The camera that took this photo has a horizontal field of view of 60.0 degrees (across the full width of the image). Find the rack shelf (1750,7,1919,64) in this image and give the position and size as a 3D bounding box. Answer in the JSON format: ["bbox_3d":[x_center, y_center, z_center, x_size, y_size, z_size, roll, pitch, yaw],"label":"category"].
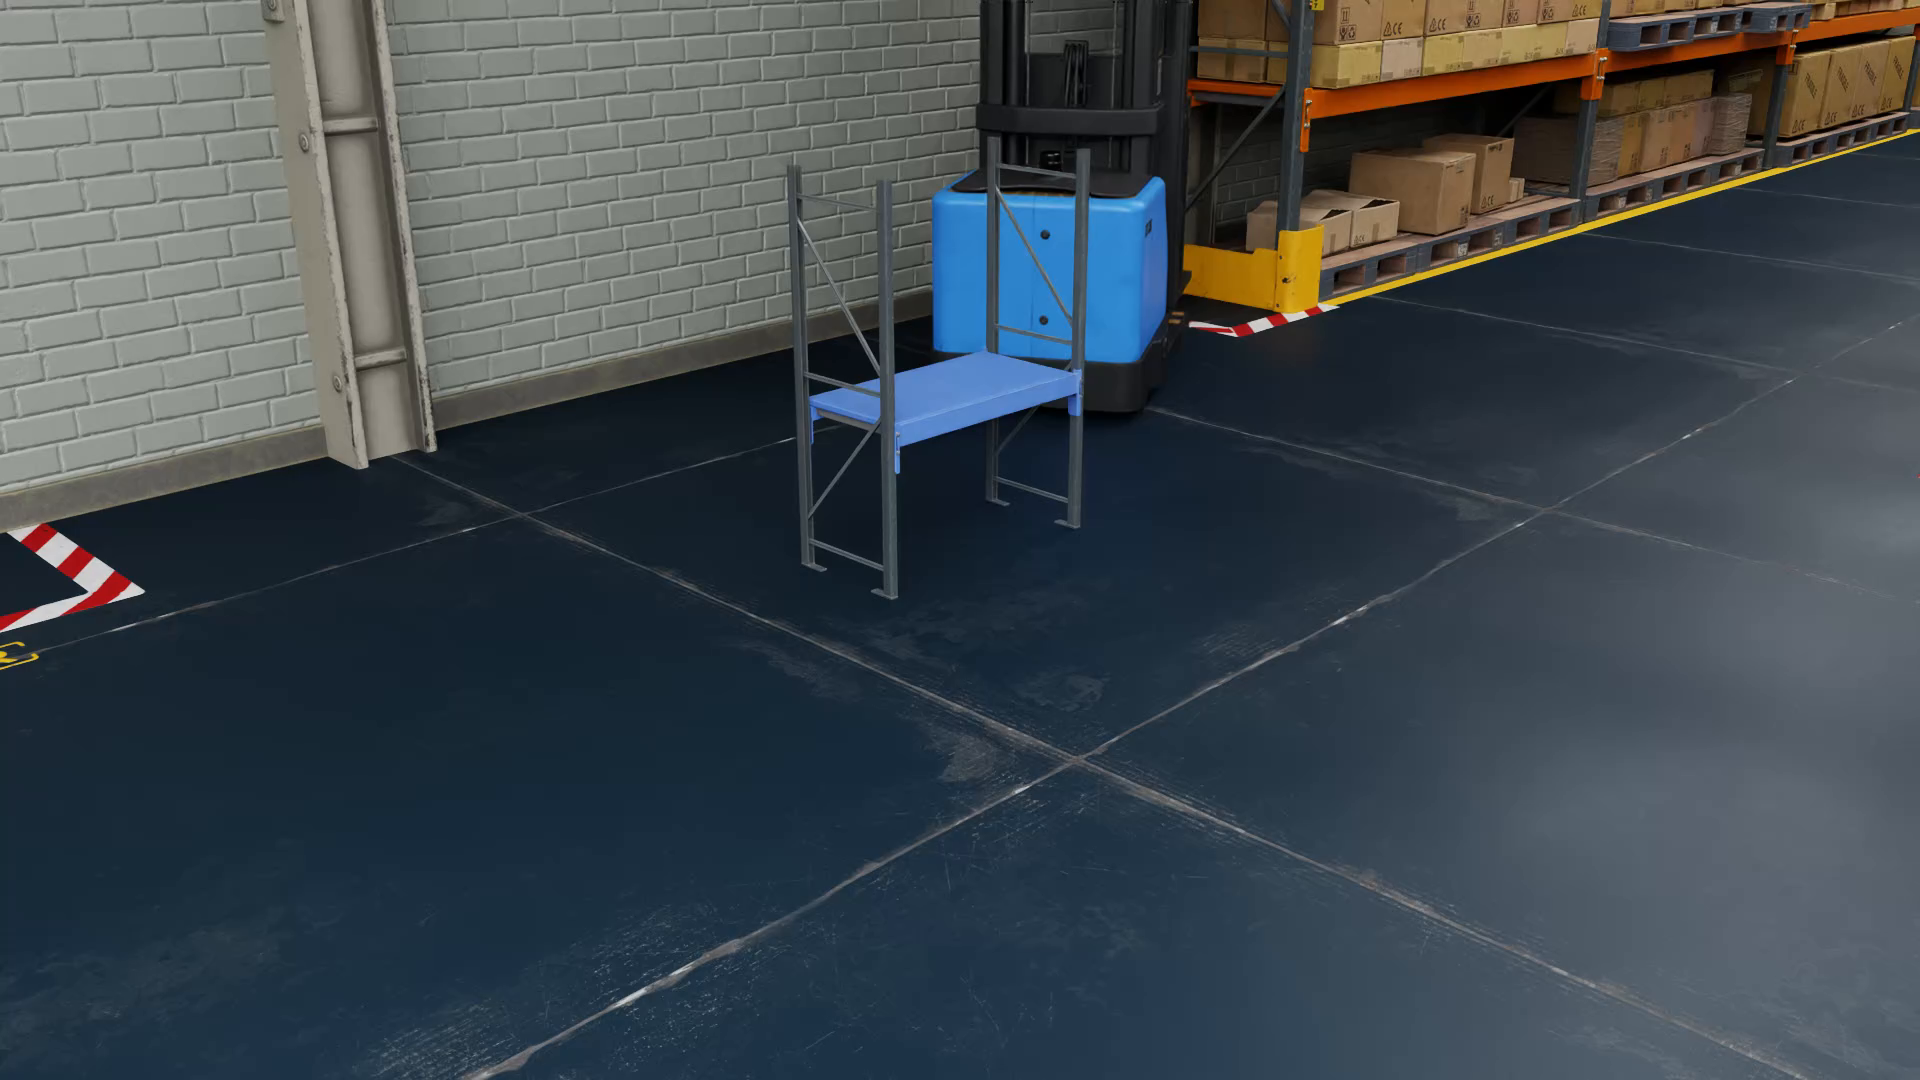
[{"bbox_3d":[8.644,-5.183,16.881,1.077,0.370,4.000,19,28,41],"label":"rack shelf"}]

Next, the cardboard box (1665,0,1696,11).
[{"bbox_3d":[5.670,-4.670,13.790,0.500,0.500,0.700,-16,26,-35],"label":"cardboard box"}]

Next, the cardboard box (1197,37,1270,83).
[{"bbox_3d":[1.855,-3.056,10.526,0.500,0.250,0.500,-20,28,-41],"label":"cardboard box"}]

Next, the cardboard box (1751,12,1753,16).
[{"bbox_3d":[7.464,-5.110,16.012,0.380,0.149,0.250,20,28,41],"label":"cardboard box"}]

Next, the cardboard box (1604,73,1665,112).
[{"bbox_3d":[5.625,-3.807,14.124,0.500,0.250,0.500,18,28,39],"label":"cardboard box"}]

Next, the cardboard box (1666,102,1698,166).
[{"bbox_3d":[6.015,-3.607,14.648,0.700,0.500,0.500,19,28,40],"label":"cardboard box"}]

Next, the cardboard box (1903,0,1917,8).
[{"bbox_3d":[9.847,-5.696,17.536,0.250,0.149,0.380,-20,28,-41],"label":"cardboard box"}]

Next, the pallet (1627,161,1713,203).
[{"bbox_3d":[5.852,-3.190,14.581,1.003,0.211,1.213,19,28,41],"label":"pallet"}]

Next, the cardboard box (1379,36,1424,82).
[{"bbox_3d":[2.588,-3.070,10.563,0.500,0.250,0.500,18,28,39],"label":"cardboard box"}]

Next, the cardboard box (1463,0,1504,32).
[{"bbox_3d":[3.285,-3.676,11.095,0.500,0.500,0.500,-19,28,-40],"label":"cardboard box"}]

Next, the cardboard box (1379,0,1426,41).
[{"bbox_3d":[2.569,-3.409,10.400,0.500,0.500,0.500,19,28,41],"label":"cardboard box"}]

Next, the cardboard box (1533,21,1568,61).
[{"bbox_3d":[3.992,-3.592,11.920,0.500,0.250,0.500,19,28,41],"label":"cardboard box"}]

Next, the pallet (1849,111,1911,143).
[{"bbox_3d":[9.555,-4.514,18.024,1.003,0.211,1.213,19,28,41],"label":"pallet"}]

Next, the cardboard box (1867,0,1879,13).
[{"bbox_3d":[9.089,-5.451,16.899,0.380,0.149,0.250,18,28,39],"label":"cardboard box"}]

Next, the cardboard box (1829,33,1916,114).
[{"bbox_3d":[9.679,-5.026,17.880,0.750,0.750,0.750,20,28,41],"label":"cardboard box"}]

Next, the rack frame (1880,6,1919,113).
[{"bbox_3d":[10.040,-6.033,18.089,1.000,3.000,0.127,19,28,41],"label":"rack frame"}]

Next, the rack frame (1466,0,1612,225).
[{"bbox_3d":[4.459,-3.976,12.739,1.000,3.000,0.127,19,28,41],"label":"rack frame"}]

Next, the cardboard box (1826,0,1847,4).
[{"bbox_3d":[8.143,-5.392,15.841,0.500,0.500,0.500,-19,28,-40],"label":"cardboard box"}]

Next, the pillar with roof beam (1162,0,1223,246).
[{"bbox_3d":[4.621,-5.067,7.216,9.100,9.000,0.400,19,28,41],"label":"pillar with roof beam"}]

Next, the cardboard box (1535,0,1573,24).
[{"bbox_3d":[4.006,-3.937,11.773,0.500,0.500,0.500,19,28,40],"label":"cardboard box"}]

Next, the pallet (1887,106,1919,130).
[{"bbox_3d":[10.626,-4.907,19.047,1.003,0.211,1.213,19,28,41],"label":"pallet"}]

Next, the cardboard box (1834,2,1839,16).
[{"bbox_3d":[8.335,-5.197,16.238,0.250,0.149,0.380,-19,28,-41],"label":"cardboard box"}]

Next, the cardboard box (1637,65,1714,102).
[{"bbox_3d":[6.342,-4.064,14.793,0.500,0.250,0.500,-20,28,-41],"label":"cardboard box"}]

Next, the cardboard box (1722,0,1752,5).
[{"bbox_3d":[6.558,-4.983,14.605,0.700,0.500,0.500,16,26,36],"label":"cardboard box"}]

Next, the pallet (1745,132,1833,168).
[{"bbox_3d":[7.853,-3.887,16.392,1.003,0.211,1.213,19,28,41],"label":"pallet"}]

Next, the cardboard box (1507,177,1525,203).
[{"bbox_3d":[4.107,-2.714,12.791,0.380,0.166,0.250,15,26,34],"label":"cardboard box"}]

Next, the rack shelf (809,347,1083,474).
[{"bbox_3d":[-0.060,-0.510,6.313,0.538,0.185,1.000,19,28,41],"label":"rack shelf"}]

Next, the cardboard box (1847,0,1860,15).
[{"bbox_3d":[8.707,-5.320,16.558,0.380,0.149,0.250,19,28,41],"label":"cardboard box"}]

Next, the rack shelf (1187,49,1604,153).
[{"bbox_3d":[3.064,-3.126,11.530,1.077,0.370,4.000,19,28,41],"label":"rack shelf"}]

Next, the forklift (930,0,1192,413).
[{"bbox_3d":[0.702,-2.475,8.928,1.130,2.935,3.031,5,22,13],"label":"forklift"}]

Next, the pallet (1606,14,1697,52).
[{"bbox_3d":[5.096,-4.047,13.190,1.003,0.211,1.213,19,28,41],"label":"pallet"}]

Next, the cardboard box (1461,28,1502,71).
[{"bbox_3d":[3.302,-3.329,11.237,0.500,0.250,0.500,20,28,41],"label":"cardboard box"}]

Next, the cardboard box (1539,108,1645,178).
[{"bbox_3d":[5.285,-3.354,13.990,0.700,0.500,0.500,19,28,40],"label":"cardboard box"}]

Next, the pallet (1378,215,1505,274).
[{"bbox_3d":[3.164,-2.178,11.947,1.003,0.211,1.213,19,28,41],"label":"pallet"}]

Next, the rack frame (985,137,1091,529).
[{"bbox_3d":[0.295,-0.809,6.588,0.500,1.500,0.032,19,28,41],"label":"rack frame"}]

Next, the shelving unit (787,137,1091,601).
[{"bbox_3d":[-0.060,-0.678,6.248,0.538,1.500,1.048,19,28,41],"label":"shelving unit"}]

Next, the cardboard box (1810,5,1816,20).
[{"bbox_3d":[7.827,-4.986,15.688,0.250,0.149,0.380,-20,29,-41],"label":"cardboard box"}]

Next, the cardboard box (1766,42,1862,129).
[{"bbox_3d":[8.472,-4.577,16.712,0.750,0.750,0.750,19,28,40],"label":"cardboard box"}]

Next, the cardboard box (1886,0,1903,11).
[{"bbox_3d":[9.492,-5.558,17.177,0.380,0.149,0.250,19,28,41],"label":"cardboard box"}]

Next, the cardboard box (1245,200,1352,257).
[{"bbox_3d":[2.215,-2.054,10.871,0.500,0.311,0.500,15,26,35],"label":"cardboard box"}]

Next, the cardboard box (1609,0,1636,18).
[{"bbox_3d":[4.838,-4.351,12.960,0.700,0.500,0.500,19,28,41],"label":"cardboard box"}]

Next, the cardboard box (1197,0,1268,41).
[{"bbox_3d":[1.845,-3.412,10.406,0.500,0.500,0.500,19,28,40],"label":"cardboard box"}]

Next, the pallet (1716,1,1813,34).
[{"bbox_3d":[6.828,-4.705,14.902,1.213,0.211,1.003,19,28,41],"label":"pallet"}]

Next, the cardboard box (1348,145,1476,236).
[{"bbox_3d":[3.161,-2.465,11.677,0.700,0.500,0.500,17,27,37],"label":"cardboard box"}]

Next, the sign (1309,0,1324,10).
[{"bbox_3d":[2.057,-3.216,9.555,0.100,0.325,0.005,19,28,41],"label":"sign"}]

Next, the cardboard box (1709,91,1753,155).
[{"bbox_3d":[6.784,-3.845,15.268,0.500,0.500,0.700,-20,29,-41],"label":"cardboard box"}]
